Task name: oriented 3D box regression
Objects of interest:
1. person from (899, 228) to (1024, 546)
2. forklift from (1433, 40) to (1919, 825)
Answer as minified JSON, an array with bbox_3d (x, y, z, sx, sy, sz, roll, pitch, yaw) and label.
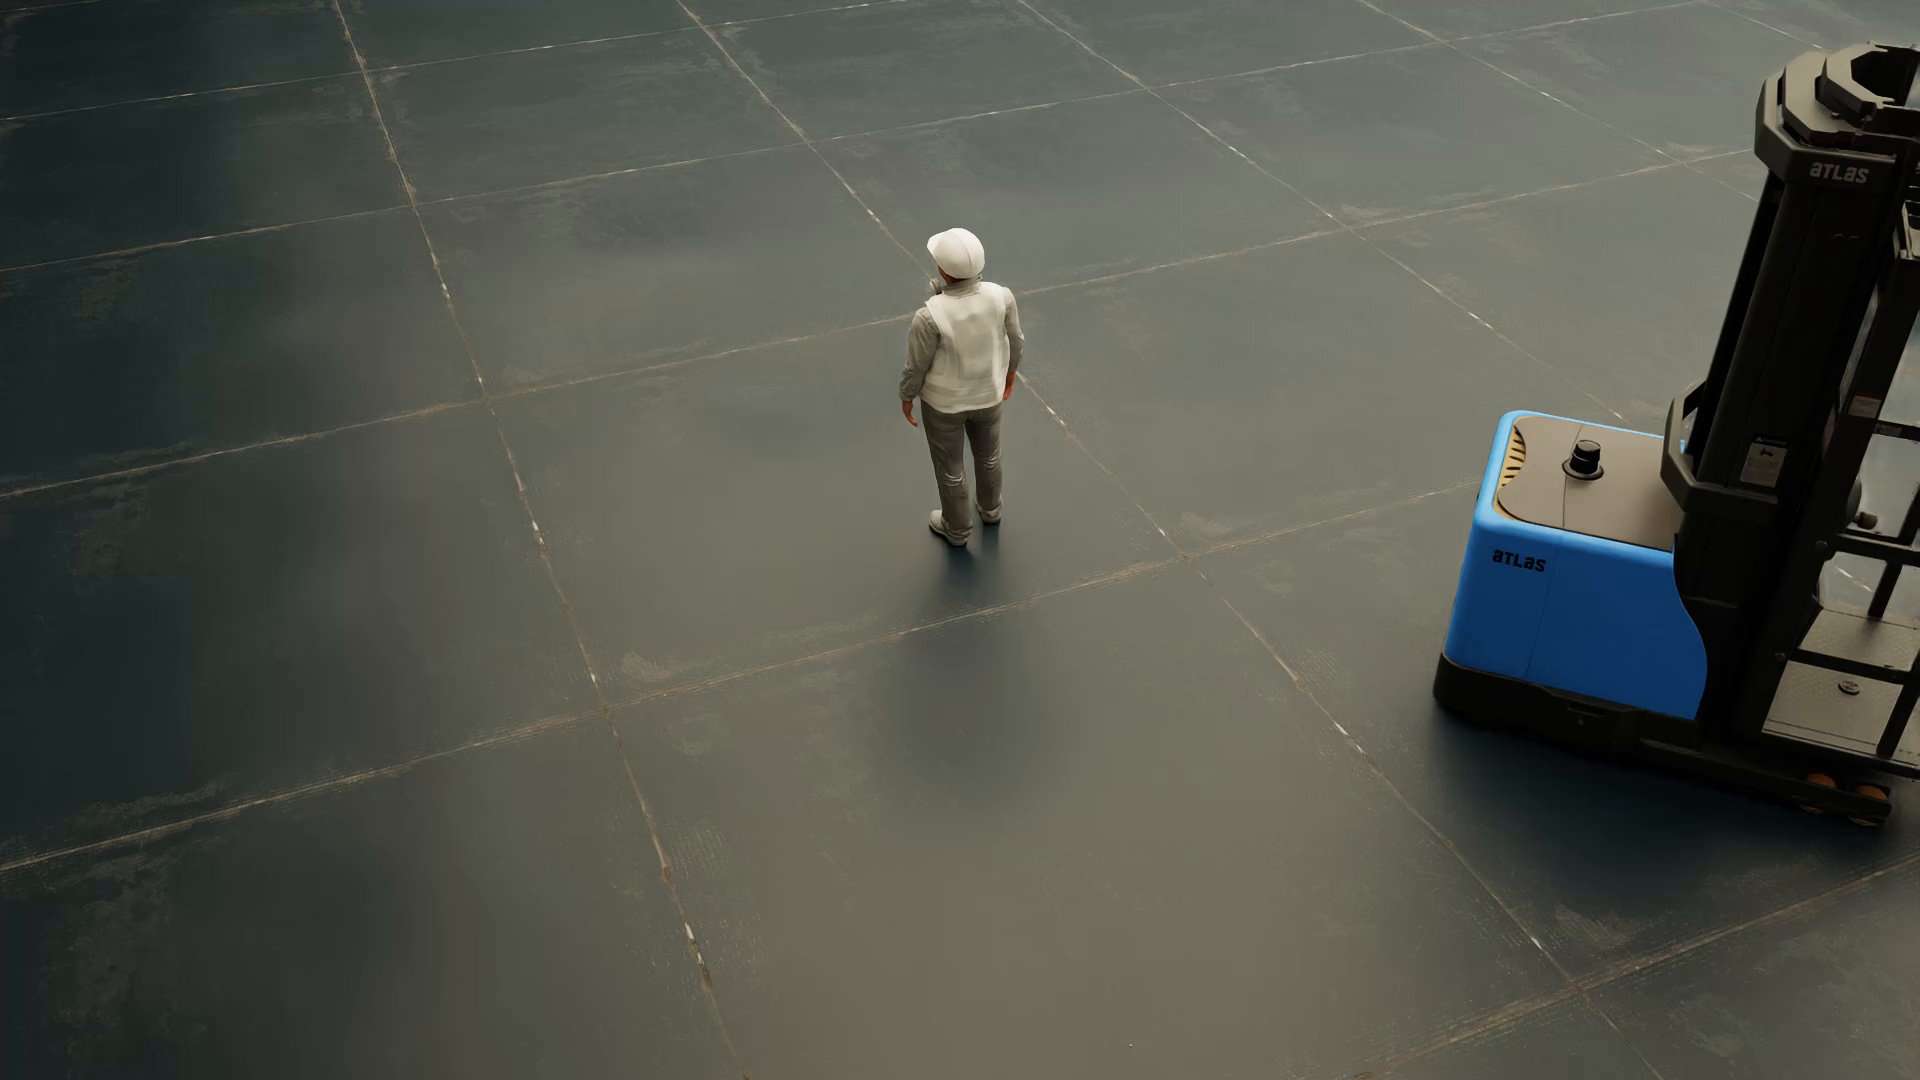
[{"bbox_3d":[-0.018,-0.764,8.159,0.633,1.775,0.566,-14,38,-19],"label":"person"},{"bbox_3d":[3.710,-0.353,6.596,3.031,2.935,1.130,13,38,18],"label":"forklift"}]
